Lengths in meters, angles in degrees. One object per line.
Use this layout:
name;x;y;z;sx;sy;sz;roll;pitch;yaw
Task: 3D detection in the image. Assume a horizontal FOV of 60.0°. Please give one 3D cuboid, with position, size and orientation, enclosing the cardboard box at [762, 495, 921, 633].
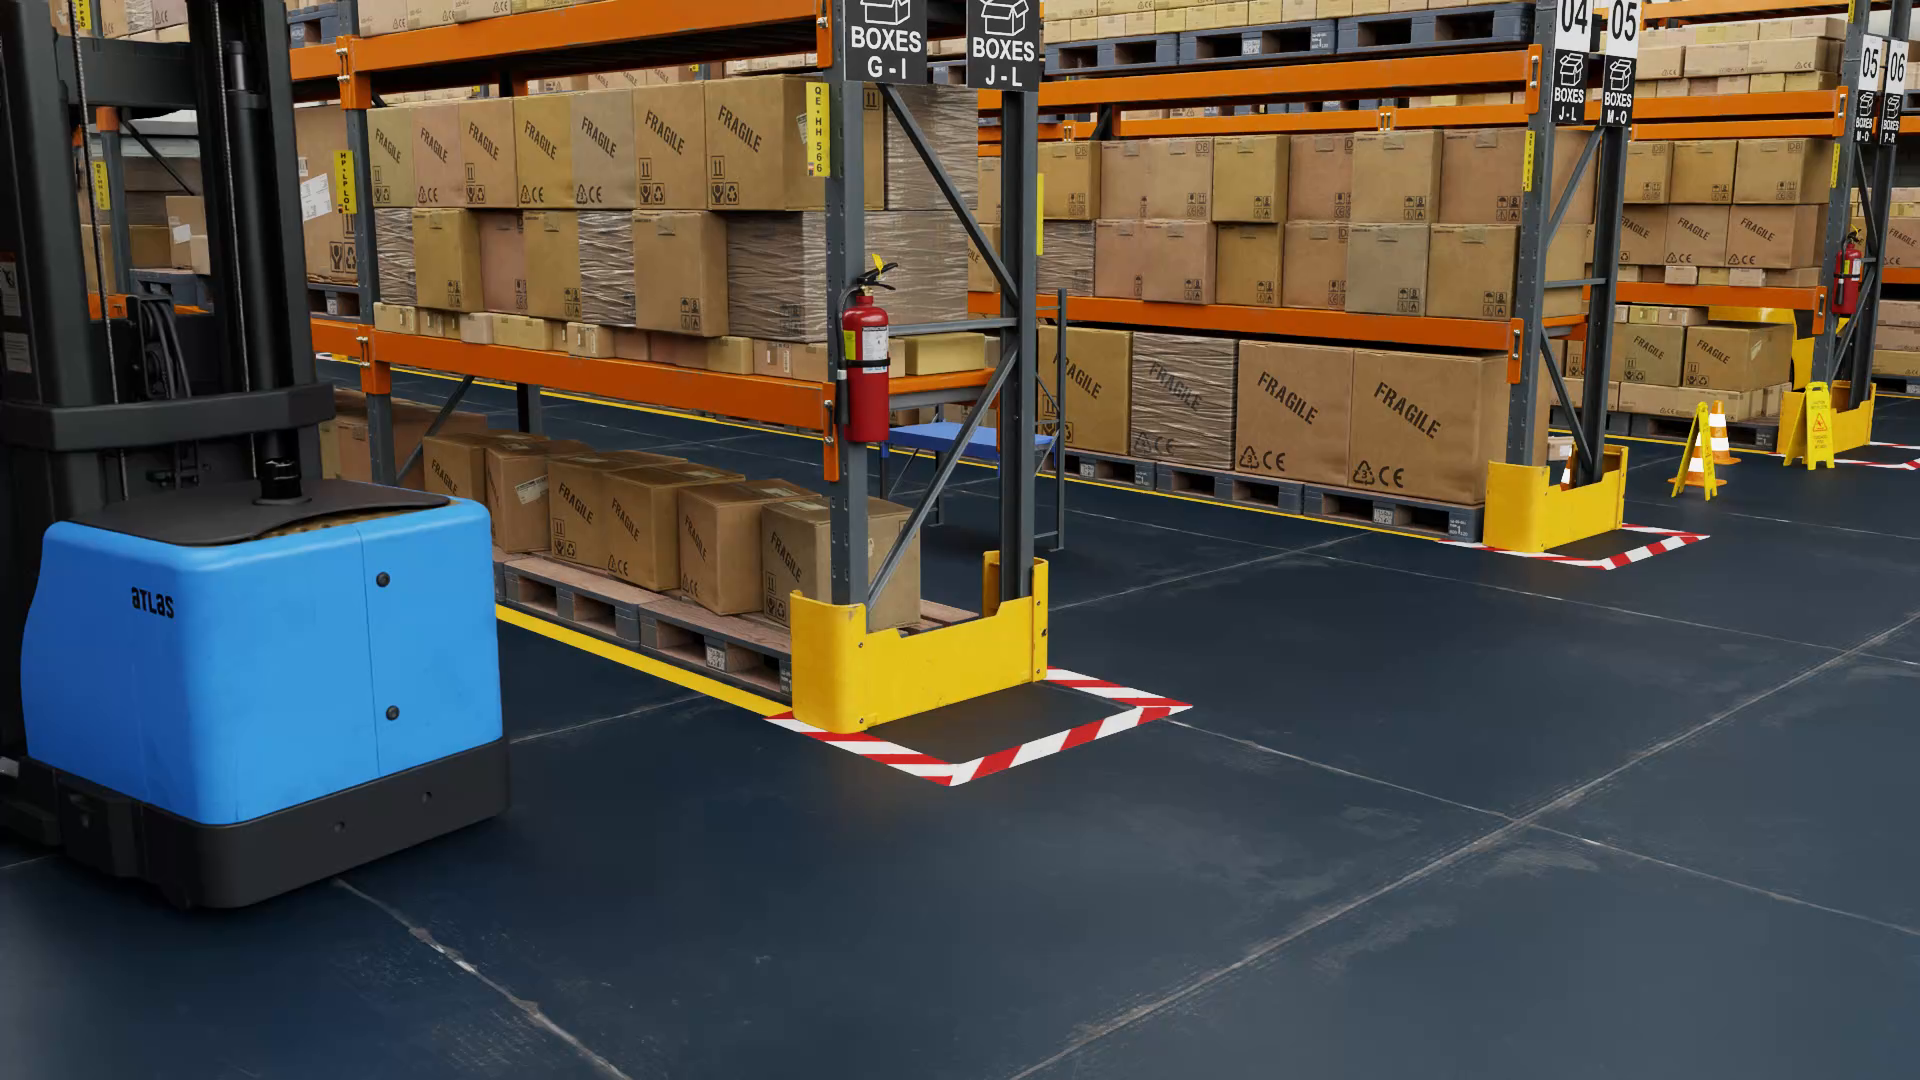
cardboard box;-0.511;0.105;7.124;0.500;0.500;0.500;-7;14;-32

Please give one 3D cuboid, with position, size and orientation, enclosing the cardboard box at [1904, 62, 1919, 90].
cardboard box;9.696;-4.667;16.743;0.396;0.266;0.258;-11;16;-42

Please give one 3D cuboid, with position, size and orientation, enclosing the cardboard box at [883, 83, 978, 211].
cardboard box;-0.274;-1.623;6.894;0.500;0.500;0.500;-11;16;-43

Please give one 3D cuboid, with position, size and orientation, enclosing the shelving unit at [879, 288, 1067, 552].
shelving unit;0.059;-0.722;9.700;0.538;1.500;1.048;-11;16;-43

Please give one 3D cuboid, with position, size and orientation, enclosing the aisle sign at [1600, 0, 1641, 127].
aisle sign;3.831;-2.802;9.634;0.394;0.787;0.004;-11;16;-43

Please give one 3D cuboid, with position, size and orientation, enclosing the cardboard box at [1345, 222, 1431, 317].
cardboard box;2.881;-1.695;10.336;0.875;0.550;0.550;-11;16;-43

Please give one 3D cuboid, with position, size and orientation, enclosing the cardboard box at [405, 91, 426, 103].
cardboard box;-5.938;-5.074;18.804;0.500;0.250;0.500;-10;15;-40

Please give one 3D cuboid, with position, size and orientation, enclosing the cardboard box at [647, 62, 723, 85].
cardboard box;-2.537;-4.231;15.331;0.500;0.500;0.500;-11;16;-43

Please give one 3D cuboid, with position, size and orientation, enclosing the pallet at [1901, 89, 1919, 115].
pallet;10.194;-4.426;16.748;1.003;0.211;1.213;-11;16;-43

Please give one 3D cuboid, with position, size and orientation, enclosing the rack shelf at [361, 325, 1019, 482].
rack shelf;-1.473;-0.760;7.950;1.077;0.370;4.000;-11;16;-43

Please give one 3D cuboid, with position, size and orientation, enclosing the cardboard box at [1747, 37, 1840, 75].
cardboard box;6.528;-3.780;13.026;0.500;0.250;0.500;-11;16;-43

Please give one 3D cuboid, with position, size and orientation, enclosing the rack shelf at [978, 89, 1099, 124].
rack shelf;-0.578;-3.489;13.764;1.077;0.370;4.000;-11;16;-43

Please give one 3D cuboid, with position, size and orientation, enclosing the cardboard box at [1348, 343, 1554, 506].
cardboard box;3.049;-0.752;10.352;0.875;0.875;0.875;-11;16;-42

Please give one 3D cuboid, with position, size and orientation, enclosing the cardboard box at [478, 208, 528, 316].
cardboard box;-1.850;-1.388;8.229;0.875;0.500;0.500;-11;16;-43

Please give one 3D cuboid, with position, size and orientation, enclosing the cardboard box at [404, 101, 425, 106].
cardboard box;-5.943;-4.826;18.843;0.500;0.250;0.500;-11;16;-43

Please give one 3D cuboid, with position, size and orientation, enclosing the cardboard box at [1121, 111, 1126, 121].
cardboard box;1.822;-4.665;18.022;0.396;0.266;0.258;-11;16;-43

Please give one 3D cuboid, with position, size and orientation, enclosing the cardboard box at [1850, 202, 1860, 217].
cardboard box;9.318;-3.456;17.396;0.380;0.149;0.250;-11;16;-42

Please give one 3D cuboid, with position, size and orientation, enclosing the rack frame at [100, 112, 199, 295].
rack frame;-5.616;-1.988;12.128;1.000;3.000;0.127;-11;16;-43

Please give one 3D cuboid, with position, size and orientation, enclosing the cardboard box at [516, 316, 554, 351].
cardboard box;-1.877;-0.991;7.910;0.380;0.149;0.250;-11;16;-43

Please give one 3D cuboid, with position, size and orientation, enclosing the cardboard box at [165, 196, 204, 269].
cardboard box;-5.214;-2.170;11.720;0.500;0.500;0.500;9;15;38

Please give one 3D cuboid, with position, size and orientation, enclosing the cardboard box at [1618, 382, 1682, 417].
cardboard box;5.971;-1.218;14.161;0.500;0.250;0.500;-11;16;-42

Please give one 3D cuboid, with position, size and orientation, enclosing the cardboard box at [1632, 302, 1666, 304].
cardboard box;8.008;-2.712;18.936;0.500;0.250;0.500;-11;16;-43

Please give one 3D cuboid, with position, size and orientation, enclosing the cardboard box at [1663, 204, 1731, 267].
cardboard box;6.159;-2.511;13.679;0.500;0.500;0.500;-11;16;-42

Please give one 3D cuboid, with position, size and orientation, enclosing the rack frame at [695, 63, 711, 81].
rack frame;-1.959;-5.603;14.805;1.000;3.000;0.127;-11;16;-43

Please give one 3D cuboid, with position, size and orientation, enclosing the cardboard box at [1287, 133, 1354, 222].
cardboard box;2.602;-2.327;10.725;0.875;0.550;0.550;-11;16;-43

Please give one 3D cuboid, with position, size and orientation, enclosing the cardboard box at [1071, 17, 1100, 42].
cardboard box;0.989;-3.543;11.578;0.380;0.149;0.250;-11;16;-42

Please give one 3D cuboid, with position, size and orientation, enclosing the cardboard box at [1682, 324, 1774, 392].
cardboard box;6.334;-1.508;13.714;0.500;0.500;0.500;-11;16;-42

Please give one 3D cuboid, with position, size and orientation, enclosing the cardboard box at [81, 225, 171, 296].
cardboard box;-6.136;-2.075;12.299;0.500;0.500;0.500;-10;15;-41

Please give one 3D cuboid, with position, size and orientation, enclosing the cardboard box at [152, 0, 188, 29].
cardboard box;-4.778;-3.500;10.544;0.500;0.500;0.500;11;16;44

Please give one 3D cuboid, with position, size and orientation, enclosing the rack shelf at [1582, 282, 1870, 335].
rack shelf;5.695;-2.141;14.653;1.077;0.370;4.000;-11;16;-43

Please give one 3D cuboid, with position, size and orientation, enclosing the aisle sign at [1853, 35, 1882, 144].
aisle sign;6.909;-3.425;12.661;0.394;0.787;0.004;-11;16;-43

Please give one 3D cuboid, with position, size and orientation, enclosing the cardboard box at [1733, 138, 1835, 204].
cardboard box;6.565;-2.930;13.237;0.500;0.500;0.700;11;16;44

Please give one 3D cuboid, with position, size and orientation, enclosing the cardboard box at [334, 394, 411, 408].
cardboard box;-3.965;-0.642;10.698;0.500;0.500;0.700;10;15;40

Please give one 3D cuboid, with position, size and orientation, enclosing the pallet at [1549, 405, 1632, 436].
pallet;5.650;-1.148;14.962;1.003;0.211;1.213;-11;16;-43

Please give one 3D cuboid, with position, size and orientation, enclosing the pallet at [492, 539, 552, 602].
pallet;-2.365;0.055;9.124;1.003;0.211;1.213;-11;16;-43

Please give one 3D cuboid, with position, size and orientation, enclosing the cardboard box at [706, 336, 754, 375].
cardboard box;-0.820;-0.776;6.868;0.380;0.149;0.250;-11;16;-43

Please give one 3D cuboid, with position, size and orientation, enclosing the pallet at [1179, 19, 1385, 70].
pallet;2.199;-3.208;10.833;1.003;0.211;1.213;-11;16;-43

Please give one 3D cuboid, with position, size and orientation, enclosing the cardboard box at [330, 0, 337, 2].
cardboard box;-3.107;-3.212;9.339;0.637;0.503;0.797;11;16;42

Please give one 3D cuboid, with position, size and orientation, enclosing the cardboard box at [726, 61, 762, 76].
cardboard box;-1.844;-4.194;14.736;0.250;0.149;0.380;11;16;43

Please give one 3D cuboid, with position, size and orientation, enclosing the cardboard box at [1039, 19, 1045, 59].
cardboard box;0.567;-3.862;12.832;0.258;0.266;0.396;-11;16;-43

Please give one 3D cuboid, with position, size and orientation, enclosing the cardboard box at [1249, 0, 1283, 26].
cardboard box;2.038;-3.322;10.501;0.380;0.149;0.250;-11;16;-42

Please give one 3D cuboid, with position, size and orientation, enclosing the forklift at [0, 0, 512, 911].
forklift;-2.942;-0.600;5.560;3.031;2.935;1.130;8;14;35

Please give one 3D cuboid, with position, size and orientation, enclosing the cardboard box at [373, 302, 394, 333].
cardboard box;-2.923;-1.208;8.964;0.380;0.149;0.250;-11;16;-43

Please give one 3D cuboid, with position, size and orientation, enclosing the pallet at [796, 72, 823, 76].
pallet;-0.702;-3.792;13.917;1.003;0.211;1.213;-10;15;-40

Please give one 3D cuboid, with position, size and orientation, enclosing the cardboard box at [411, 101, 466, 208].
cardboard box;-2.381;-1.915;8.309;0.500;0.500;0.500;-11;16;-43

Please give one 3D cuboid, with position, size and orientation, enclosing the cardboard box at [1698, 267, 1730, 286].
cardboard box;6.246;-2.165;13.610;0.380;0.149;0.250;-11;16;-44

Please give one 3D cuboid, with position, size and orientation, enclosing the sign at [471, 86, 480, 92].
sign;-5.109;-4.894;17.517;0.100;0.325;0.005;-11;16;-43

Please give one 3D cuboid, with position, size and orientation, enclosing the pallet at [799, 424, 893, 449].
pallet;-0.631;-0.995;14.219;1.003;0.211;1.213;-11;16;-43

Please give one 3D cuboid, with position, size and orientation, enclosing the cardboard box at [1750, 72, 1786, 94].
cardboard box;6.432;-3.592;13.104;0.380;0.149;0.250;-11;16;-42

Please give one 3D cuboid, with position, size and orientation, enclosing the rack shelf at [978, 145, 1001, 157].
rack shelf;0.995;-6.054;26.211;1.077;0.370;4.000;-11;16;-43

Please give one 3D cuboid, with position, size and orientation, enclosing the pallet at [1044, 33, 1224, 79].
pallet;1.361;-3.386;11.697;1.003;0.211;1.213;-11;16;-43

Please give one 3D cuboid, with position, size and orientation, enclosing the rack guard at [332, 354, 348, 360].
rack guard;-7.431;-2.597;21.276;1.175;0.500;0.348;-11;16;-43

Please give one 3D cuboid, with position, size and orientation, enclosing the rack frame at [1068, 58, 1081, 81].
rack frame;1.551;-6.307;18.225;1.000;3.000;0.127;-11;16;-43

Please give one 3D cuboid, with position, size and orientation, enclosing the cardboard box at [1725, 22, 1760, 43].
cardboard box;6.289;-4.024;13.223;0.380;0.149;0.250;-11;16;-43

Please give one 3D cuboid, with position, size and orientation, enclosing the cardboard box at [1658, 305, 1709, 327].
cardboard box;6.032;-1.870;13.863;0.380;0.149;0.250;-10;15;-41

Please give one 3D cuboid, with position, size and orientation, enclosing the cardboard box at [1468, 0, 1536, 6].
cardboard box;3.091;-3.099;9.420;0.380;0.149;0.250;-11;16;-43

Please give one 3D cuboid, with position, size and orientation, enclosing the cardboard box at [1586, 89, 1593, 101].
cardboard box;5.417;-3.826;14.238;0.380;0.149;0.250;-11;16;-42

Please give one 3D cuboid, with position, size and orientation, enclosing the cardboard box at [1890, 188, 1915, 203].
cardboard box;9.752;-3.542;17.076;0.380;0.149;0.250;-11;16;-42

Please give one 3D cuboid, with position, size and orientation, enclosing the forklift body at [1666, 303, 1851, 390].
forklift body;8.034;-2.501;16.718;2.313;2.155;1.214;-11;16;-43
